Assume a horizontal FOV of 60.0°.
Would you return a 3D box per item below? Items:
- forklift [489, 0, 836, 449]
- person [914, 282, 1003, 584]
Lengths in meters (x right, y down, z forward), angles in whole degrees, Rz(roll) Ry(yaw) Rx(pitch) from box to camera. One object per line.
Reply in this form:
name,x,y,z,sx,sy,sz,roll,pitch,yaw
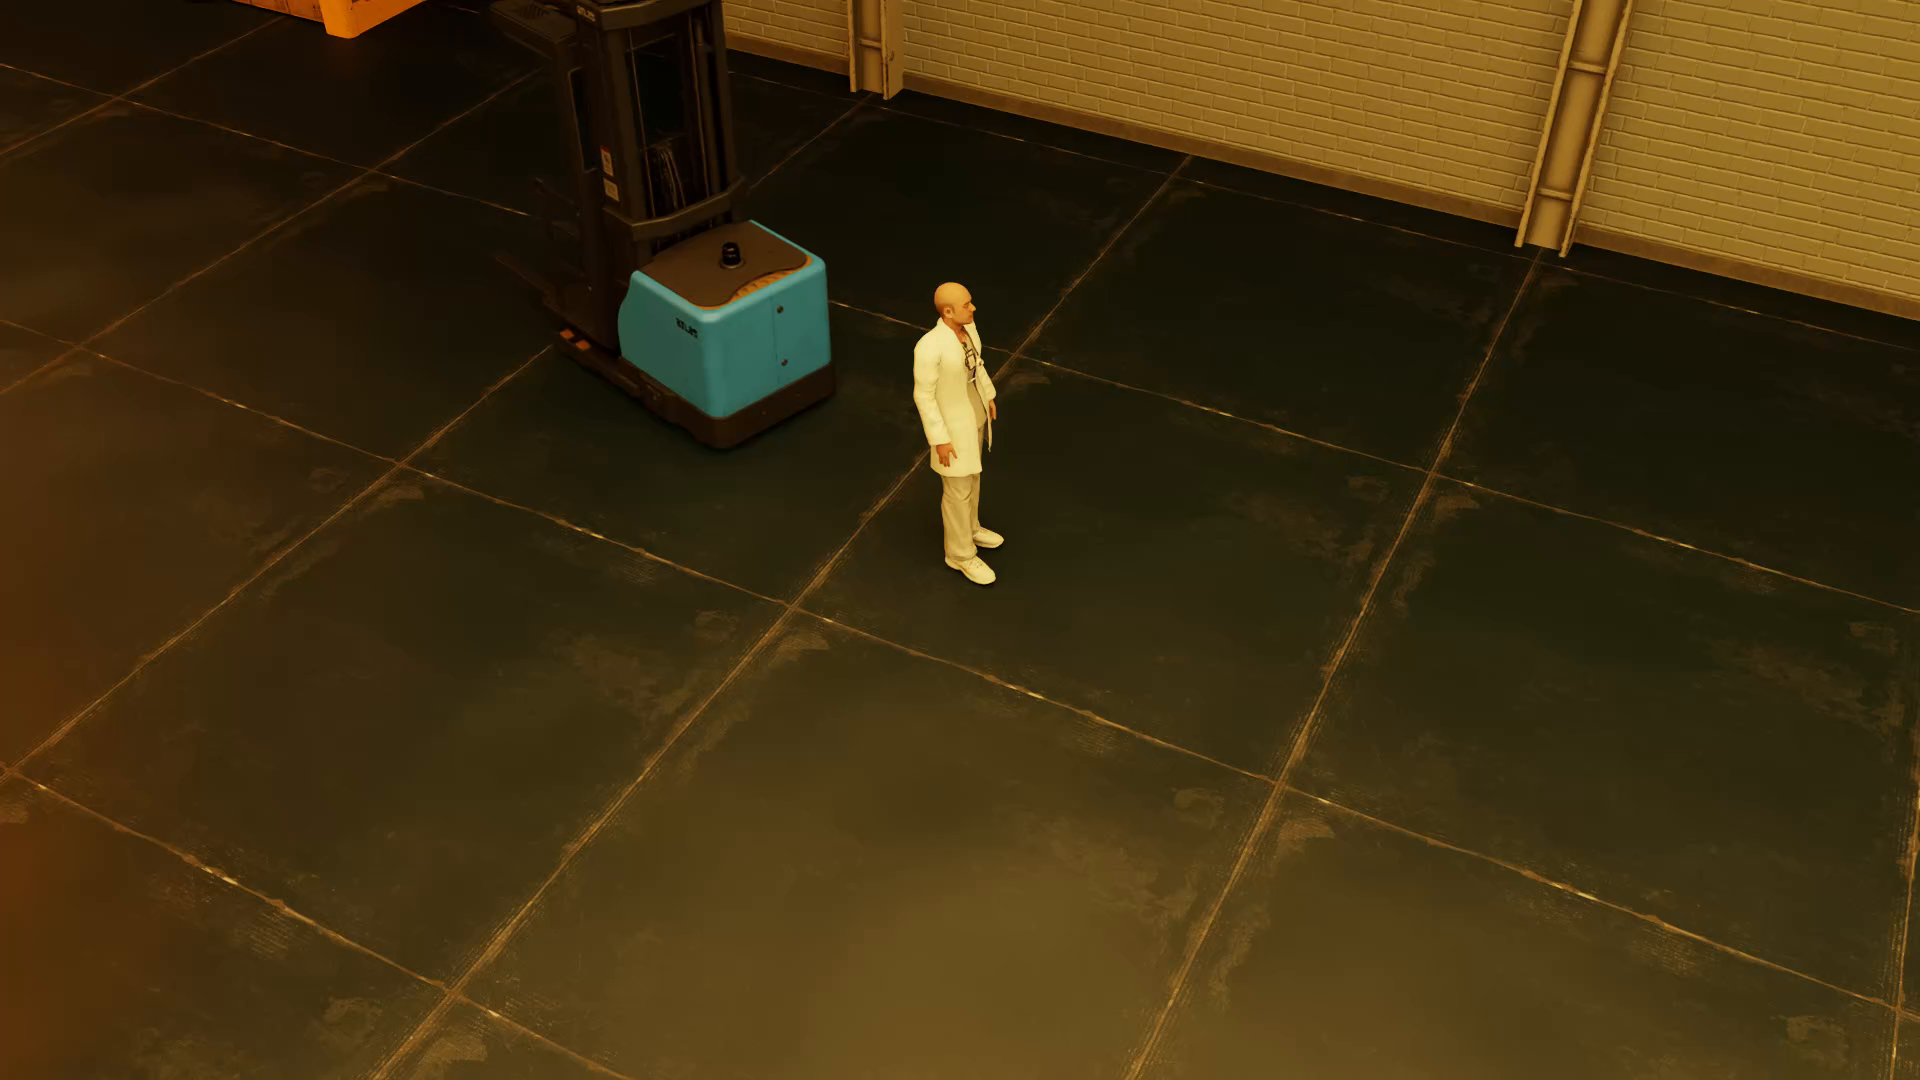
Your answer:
forklift,-2.241,-2.566,11.034,1.130,2.935,3.031,-32,50,-32
person,0.079,-0.657,9.649,0.578,1.778,0.698,18,43,21
